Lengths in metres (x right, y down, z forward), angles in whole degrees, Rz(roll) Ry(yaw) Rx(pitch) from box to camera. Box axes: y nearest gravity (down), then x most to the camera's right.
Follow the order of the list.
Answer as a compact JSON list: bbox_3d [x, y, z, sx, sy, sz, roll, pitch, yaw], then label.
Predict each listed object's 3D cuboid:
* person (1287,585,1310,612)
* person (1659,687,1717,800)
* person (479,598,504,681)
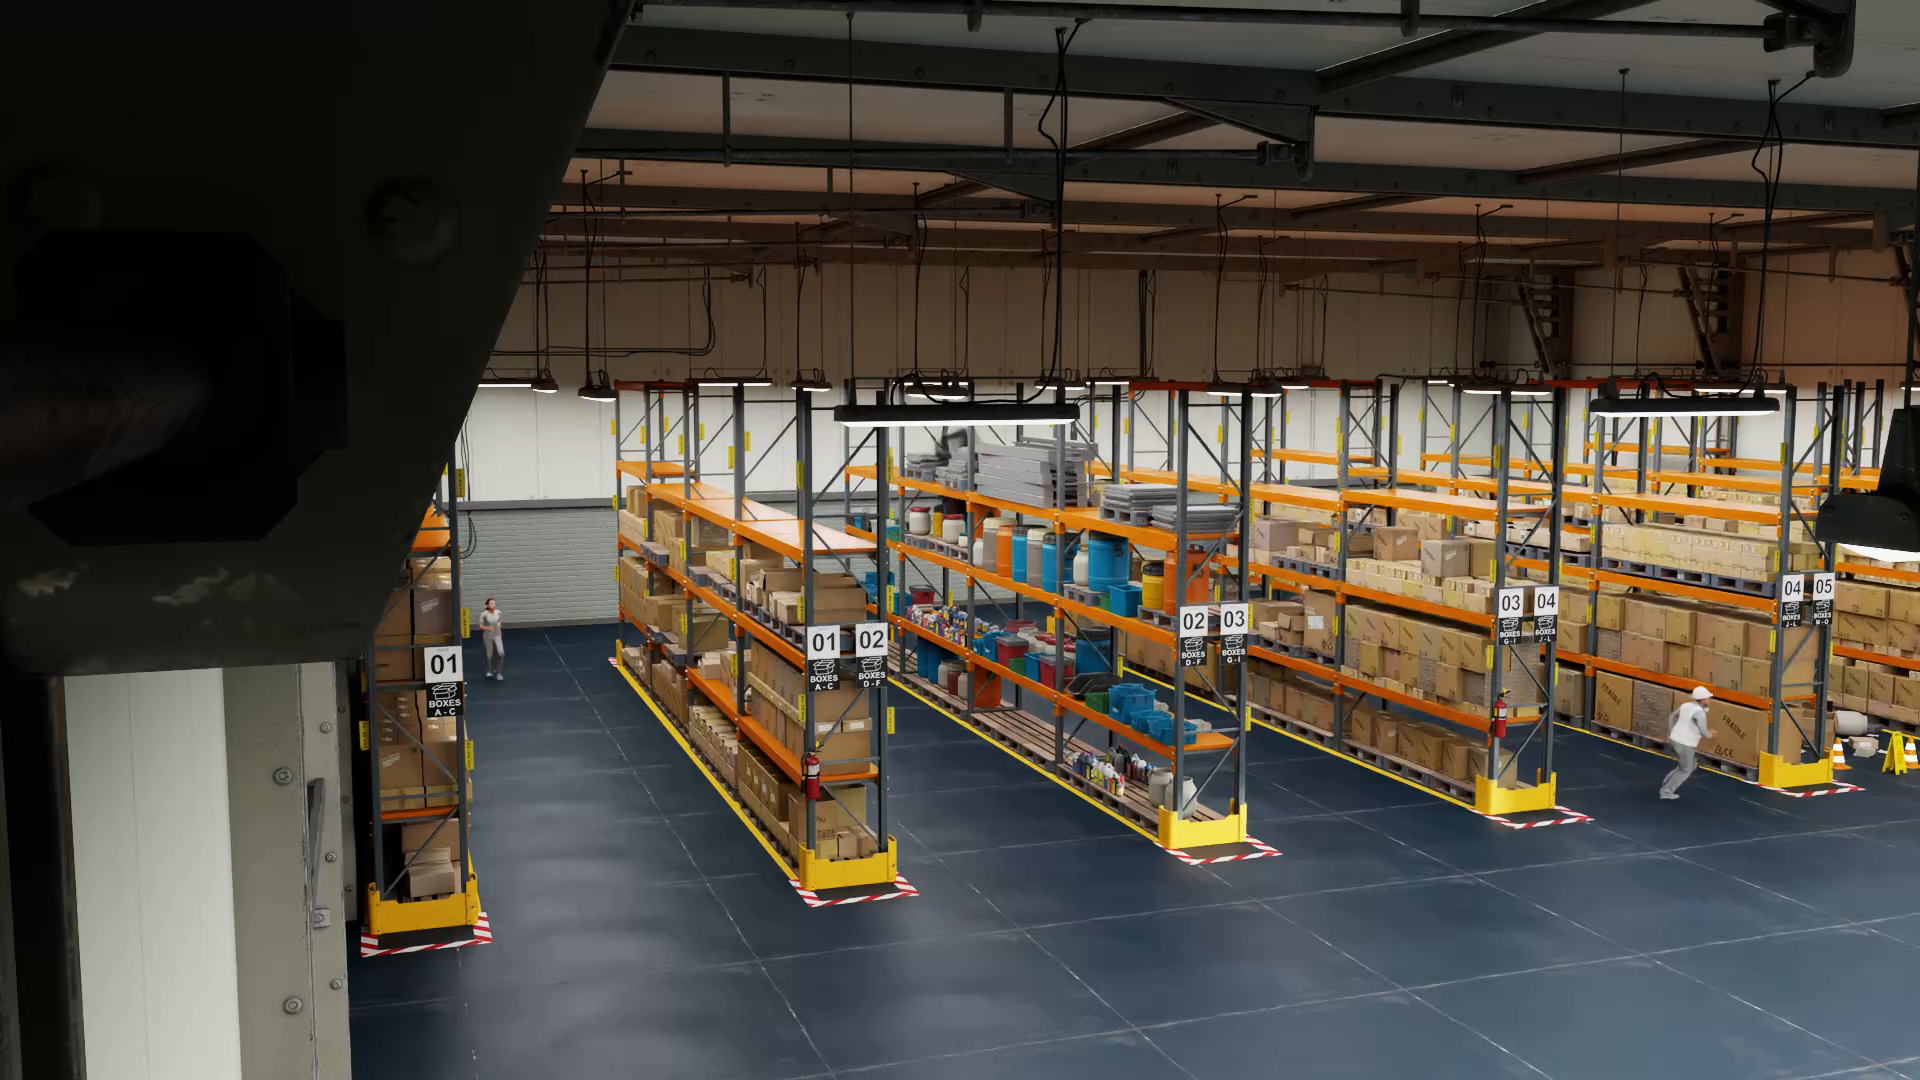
[{"bbox_3d":[7.116,1.781,35.067,0.697,1.712,0.717,-4,7,-34],"label":"person"},{"bbox_3d":[10.606,2.947,24.195,0.813,1.663,0.640,0,6,2],"label":"person"},{"bbox_3d":[-9.379,1.989,33.326,0.519,1.682,0.734,-4,7,-31],"label":"person"}]
